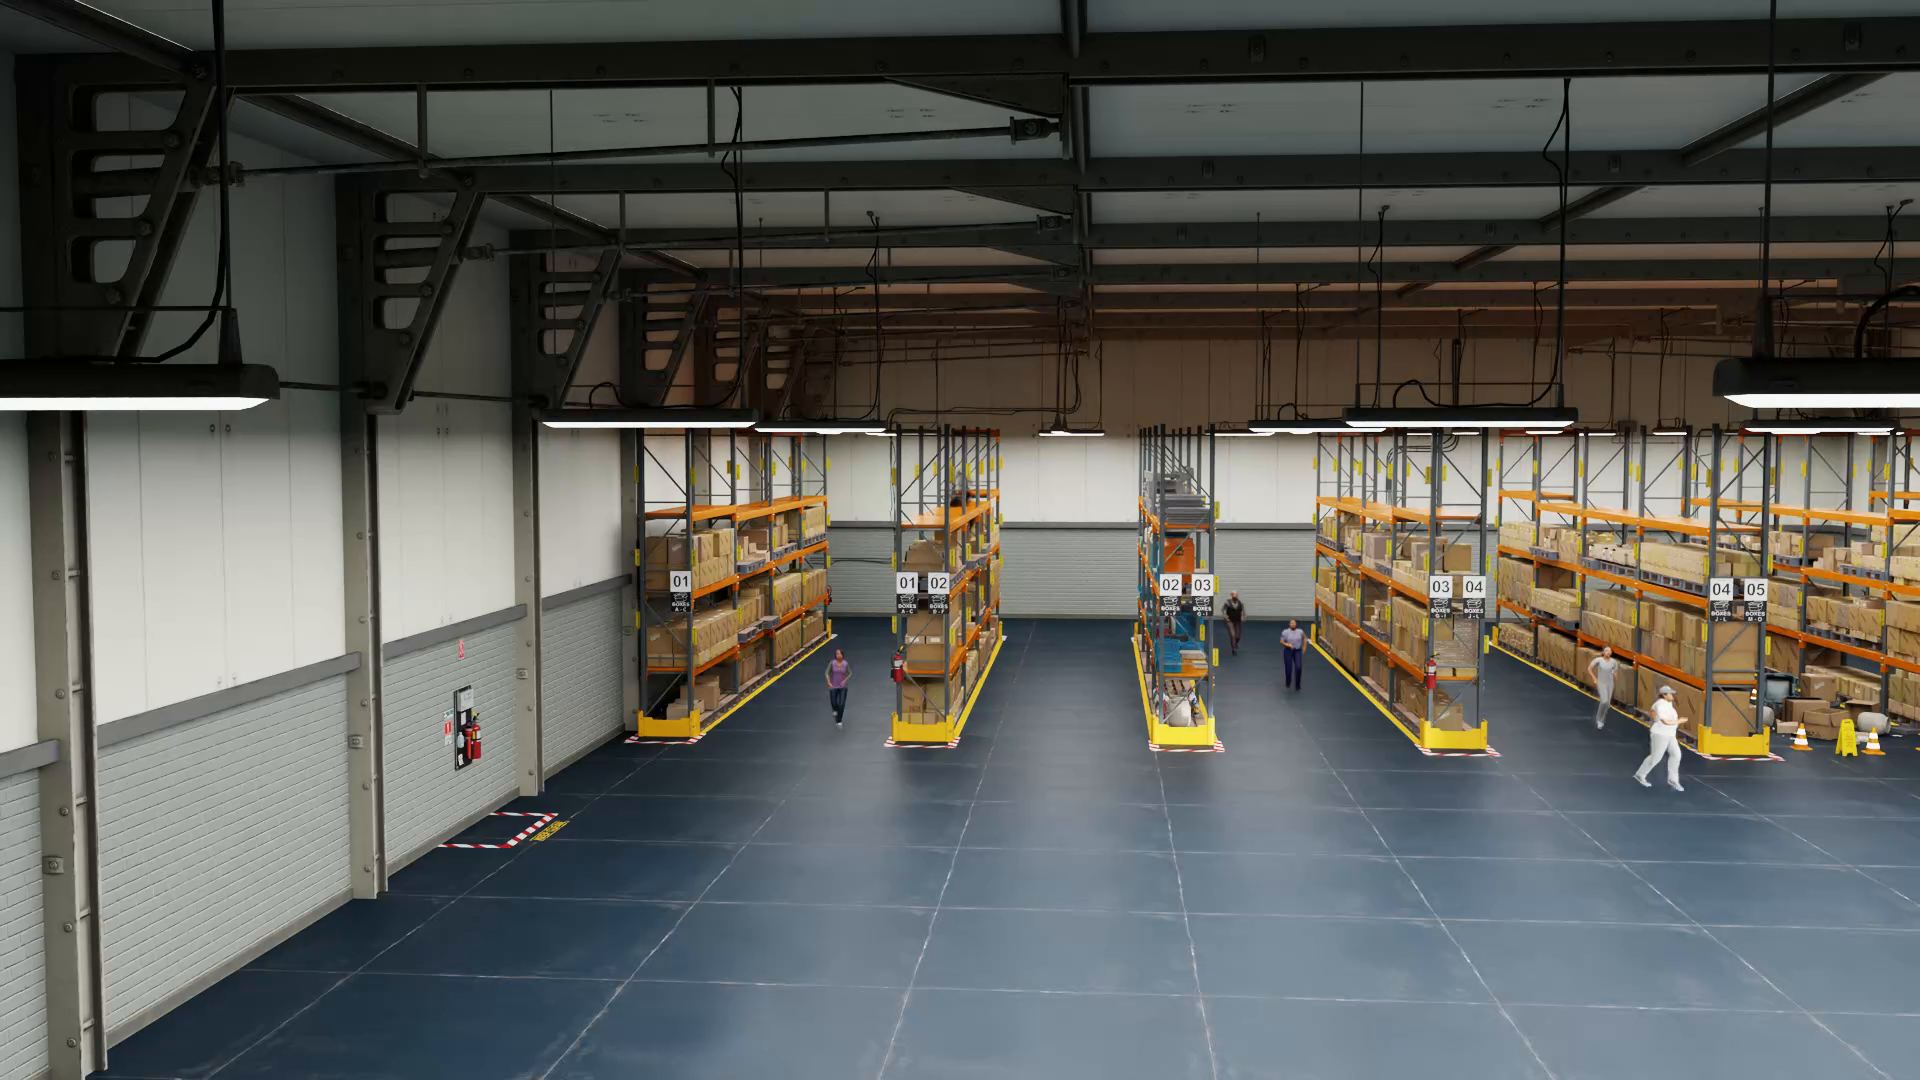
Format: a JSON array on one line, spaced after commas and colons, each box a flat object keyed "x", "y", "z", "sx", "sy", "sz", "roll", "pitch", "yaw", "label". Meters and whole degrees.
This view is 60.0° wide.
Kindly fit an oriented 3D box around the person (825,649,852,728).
[{"x": -2.413, "y": 2.942, "z": 33.046, "sx": 0.542, "sy": 1.561, "sz": 0.570, "roll": 0, "pitch": 3, "yaw": -3, "label": "person"}]

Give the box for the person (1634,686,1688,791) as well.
[{"x": 11.457, "y": 3.240, "z": 27.162, "sx": 0.795, "sy": 1.739, "sz": 0.595, "roll": 2, "pitch": 4, "yaw": 35, "label": "person"}]

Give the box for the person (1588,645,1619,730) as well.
[{"x": 12.712, "y": 2.899, "z": 32.771, "sx": 0.539, "sy": 1.677, "sz": 0.692, "roll": 0, "pitch": 3, "yaw": -4, "label": "person"}]

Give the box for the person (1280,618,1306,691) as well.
[{"x": 7.581, "y": 2.589, "z": 37.786, "sx": 0.613, "sy": 1.596, "sz": 0.673, "roll": 0, "pitch": 3, "yaw": 3, "label": "person"}]

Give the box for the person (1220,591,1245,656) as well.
[{"x": 7.262, "y": 2.196, "z": 44.241, "sx": 0.667, "sy": 1.705, "sz": 0.718, "roll": 0, "pitch": 3, "yaw": -5, "label": "person"}]
